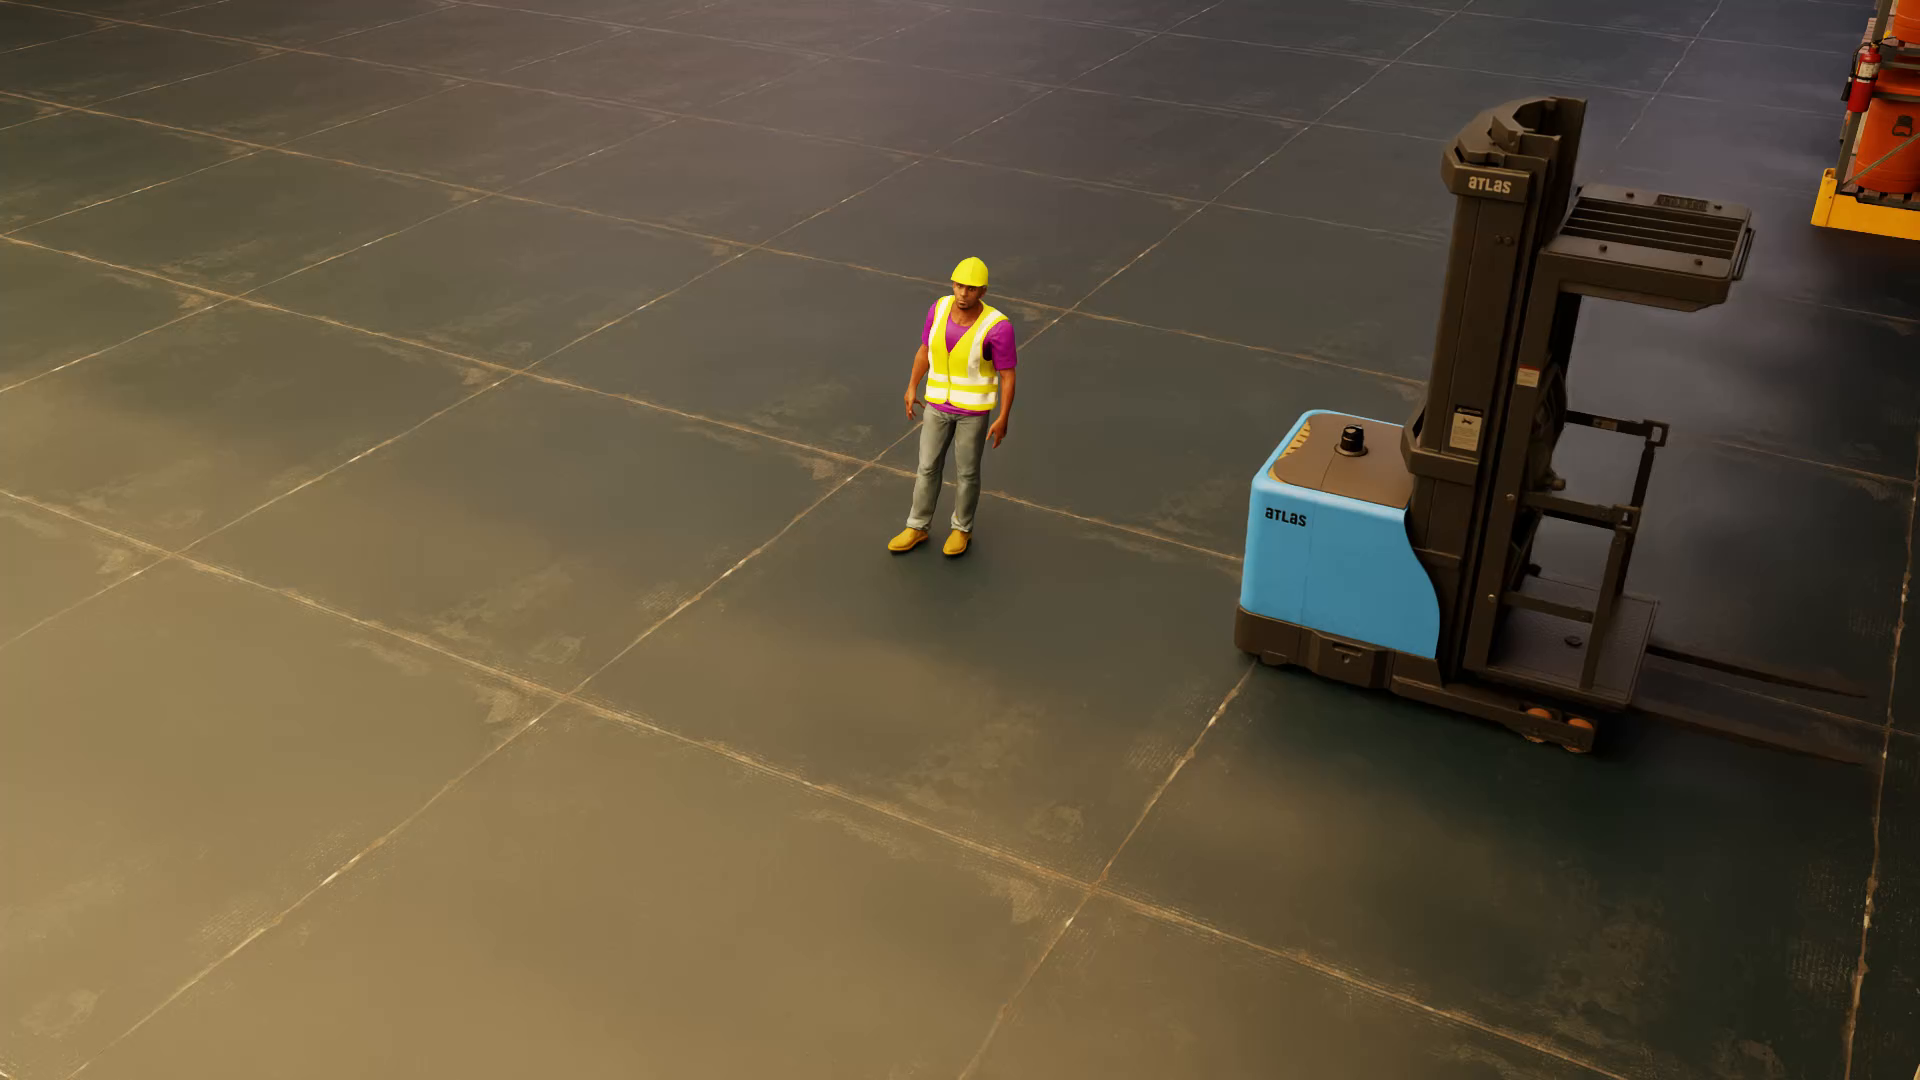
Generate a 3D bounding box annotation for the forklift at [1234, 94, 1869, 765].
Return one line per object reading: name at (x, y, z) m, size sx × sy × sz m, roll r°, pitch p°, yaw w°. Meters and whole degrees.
forklift at (3.017, -0.525, 7.980) m, size 3.031 × 2.935 × 1.130 m, roll 14°, pitch 33°, yaw 23°

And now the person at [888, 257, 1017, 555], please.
person at (-0.039, -0.742, 9.508) m, size 0.666 × 1.765 × 0.577 m, roll 15°, pitch 33°, yaw 25°
